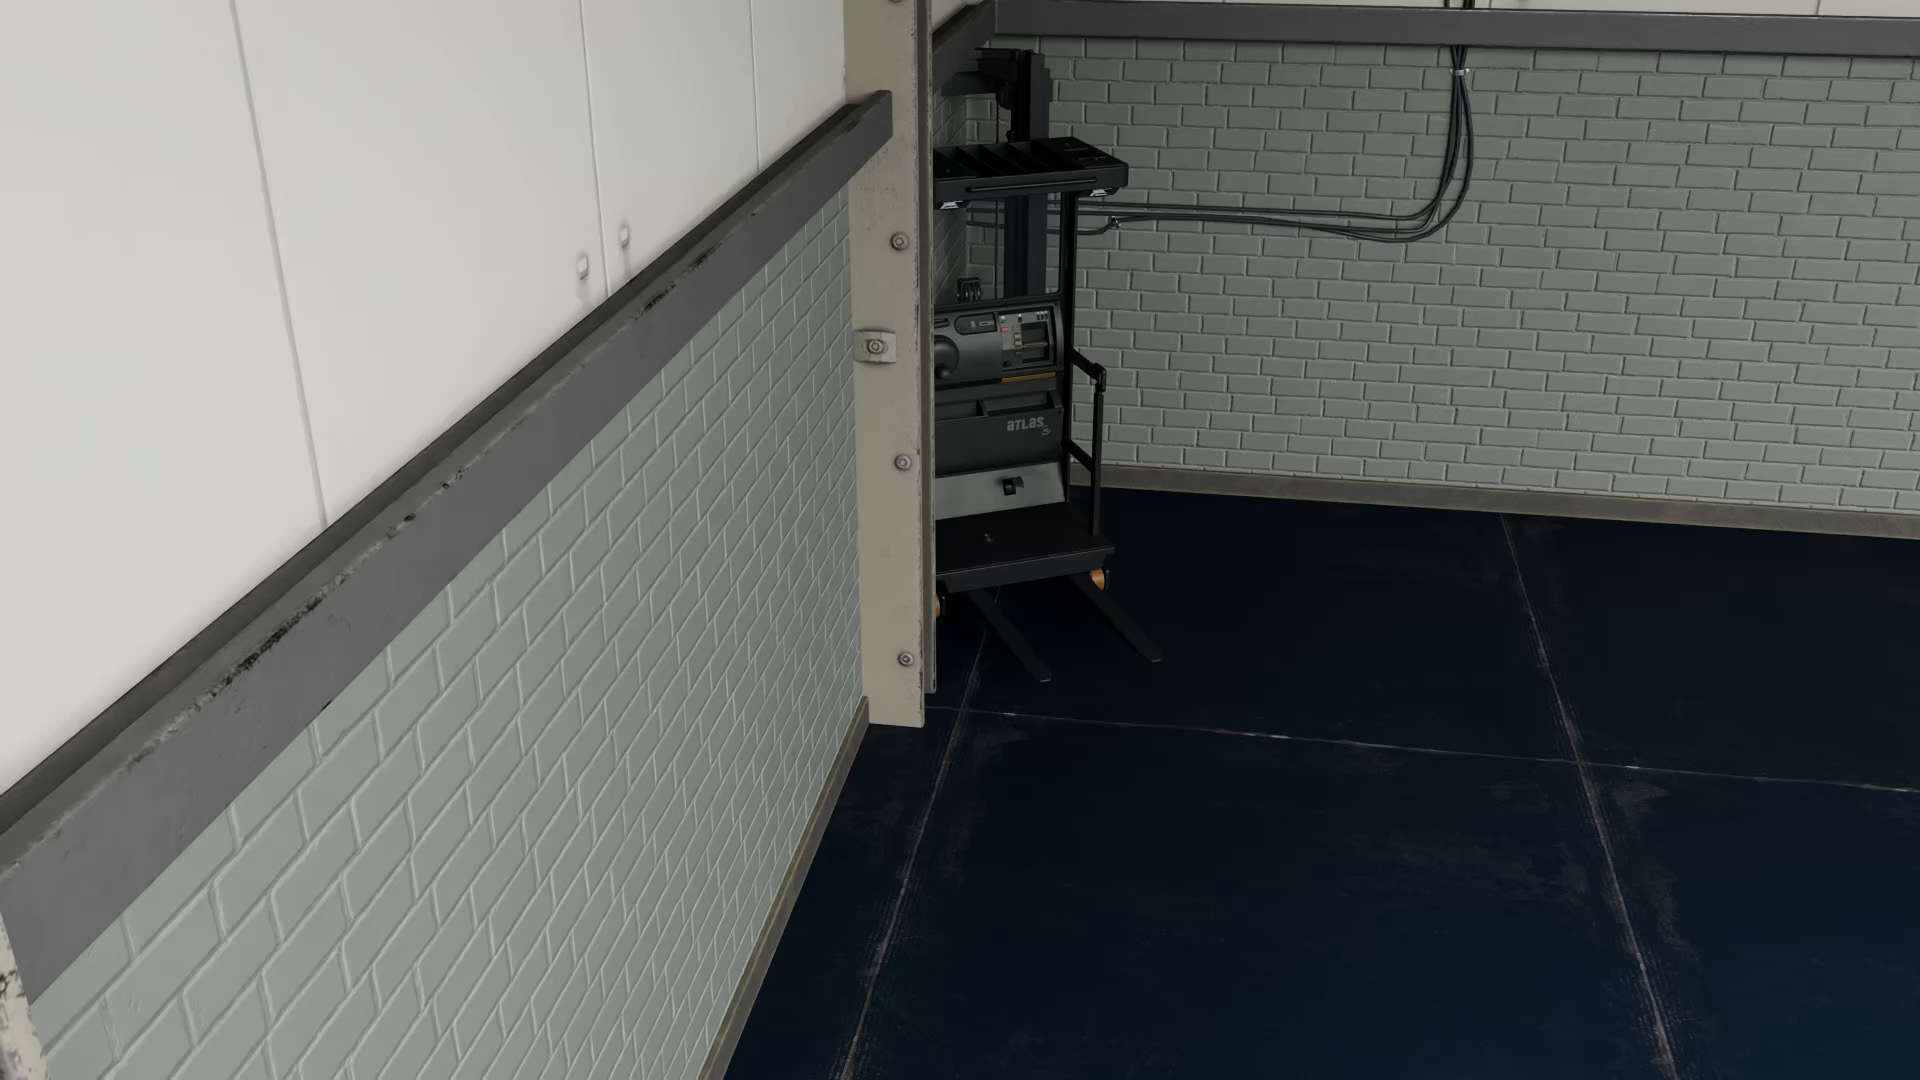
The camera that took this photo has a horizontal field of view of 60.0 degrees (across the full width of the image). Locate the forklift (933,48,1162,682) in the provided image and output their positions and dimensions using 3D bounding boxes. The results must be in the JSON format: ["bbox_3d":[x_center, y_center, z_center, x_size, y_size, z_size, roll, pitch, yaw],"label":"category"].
[{"bbox_3d":[0.208,-1.077,9.094,1.130,2.935,3.031,-8,26,-17],"label":"forklift"}]

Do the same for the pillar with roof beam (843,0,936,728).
[{"bbox_3d":[3.941,-2.939,5.915,9.100,9.000,0.400,4,25,9],"label":"pillar with roof beam"}]

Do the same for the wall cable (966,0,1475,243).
[{"bbox_3d":[1.480,-2.972,9.647,3.097,2.526,0.112,4,25,9],"label":"wall cable"}]
